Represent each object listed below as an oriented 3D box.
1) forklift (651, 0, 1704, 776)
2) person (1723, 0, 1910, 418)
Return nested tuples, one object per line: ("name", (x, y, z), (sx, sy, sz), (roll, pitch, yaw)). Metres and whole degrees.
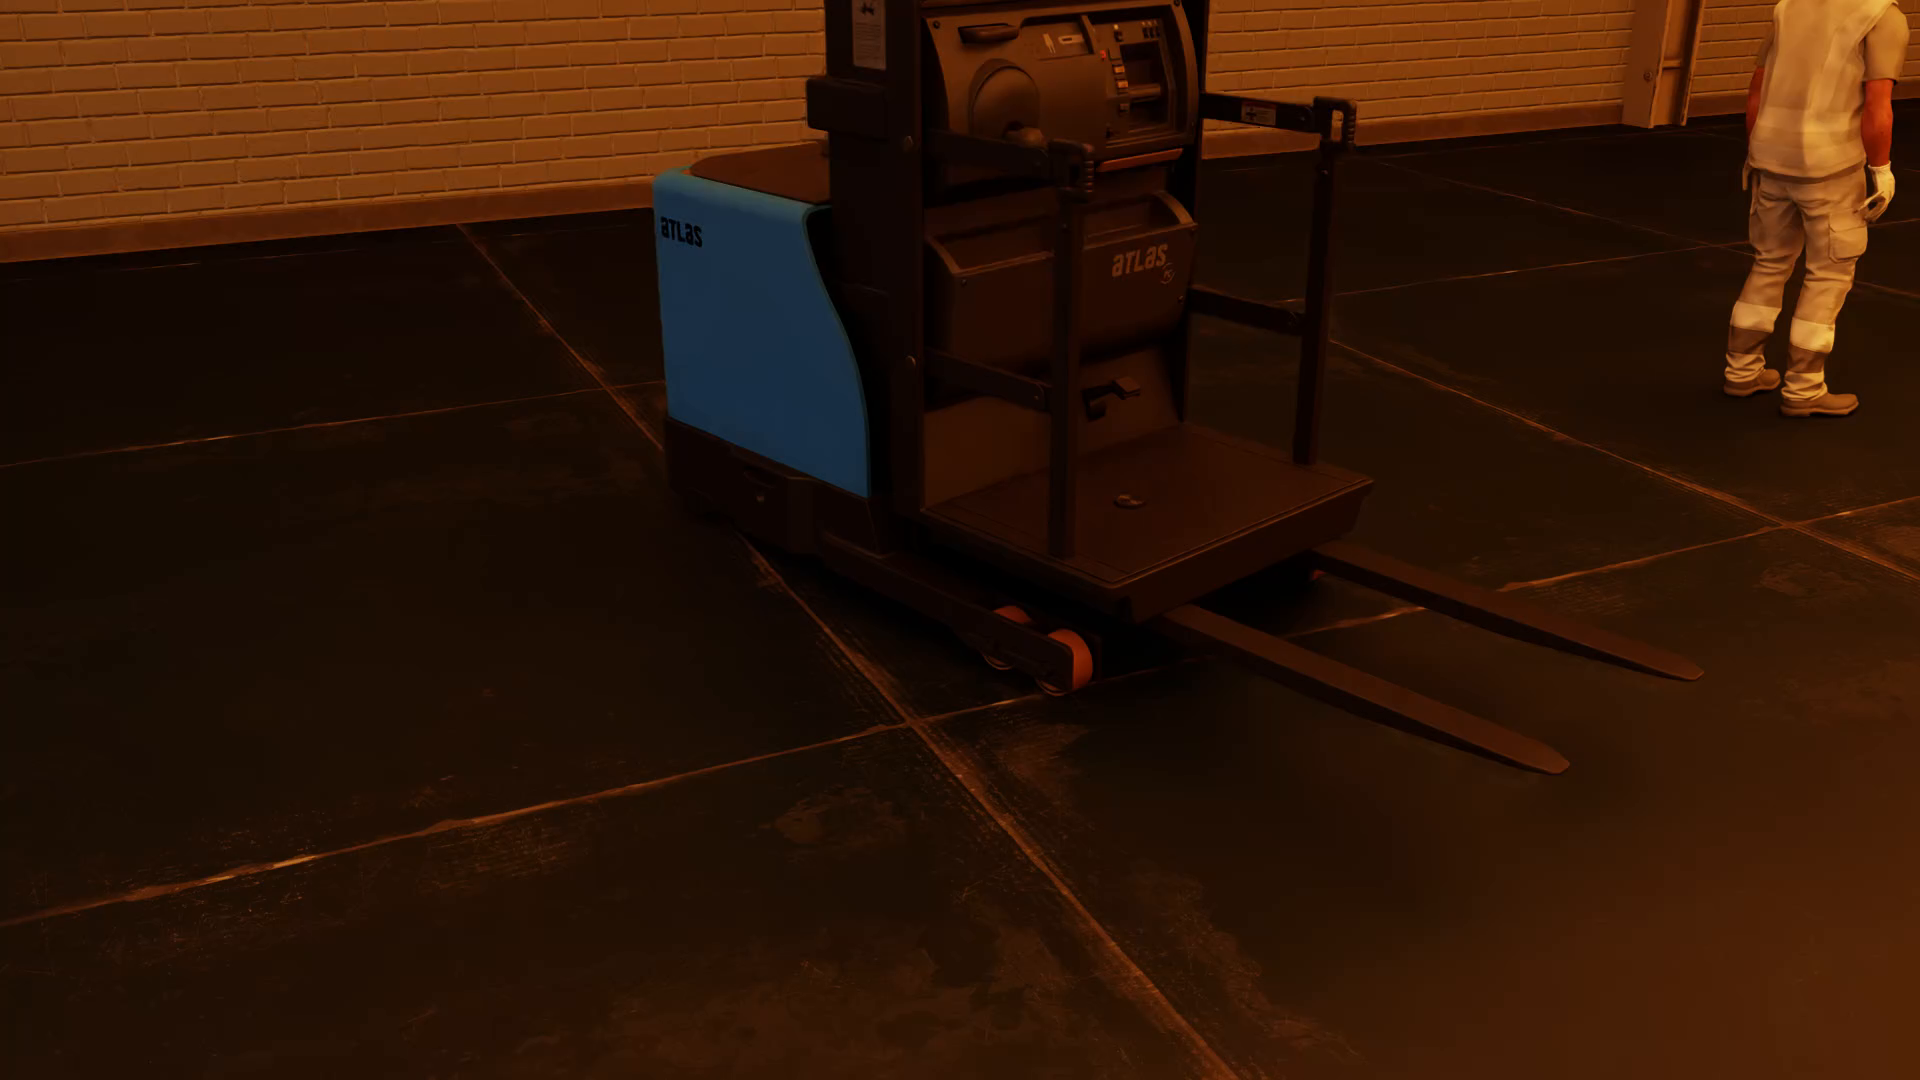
("forklift", (0.428, -1.184, 4.136), (1.130, 2.935, 3.031), (-20, 30, -39))
("person", (3.128, -1.358, 6.065), (0.452, 1.777, 0.608), (-10, 25, -22))
